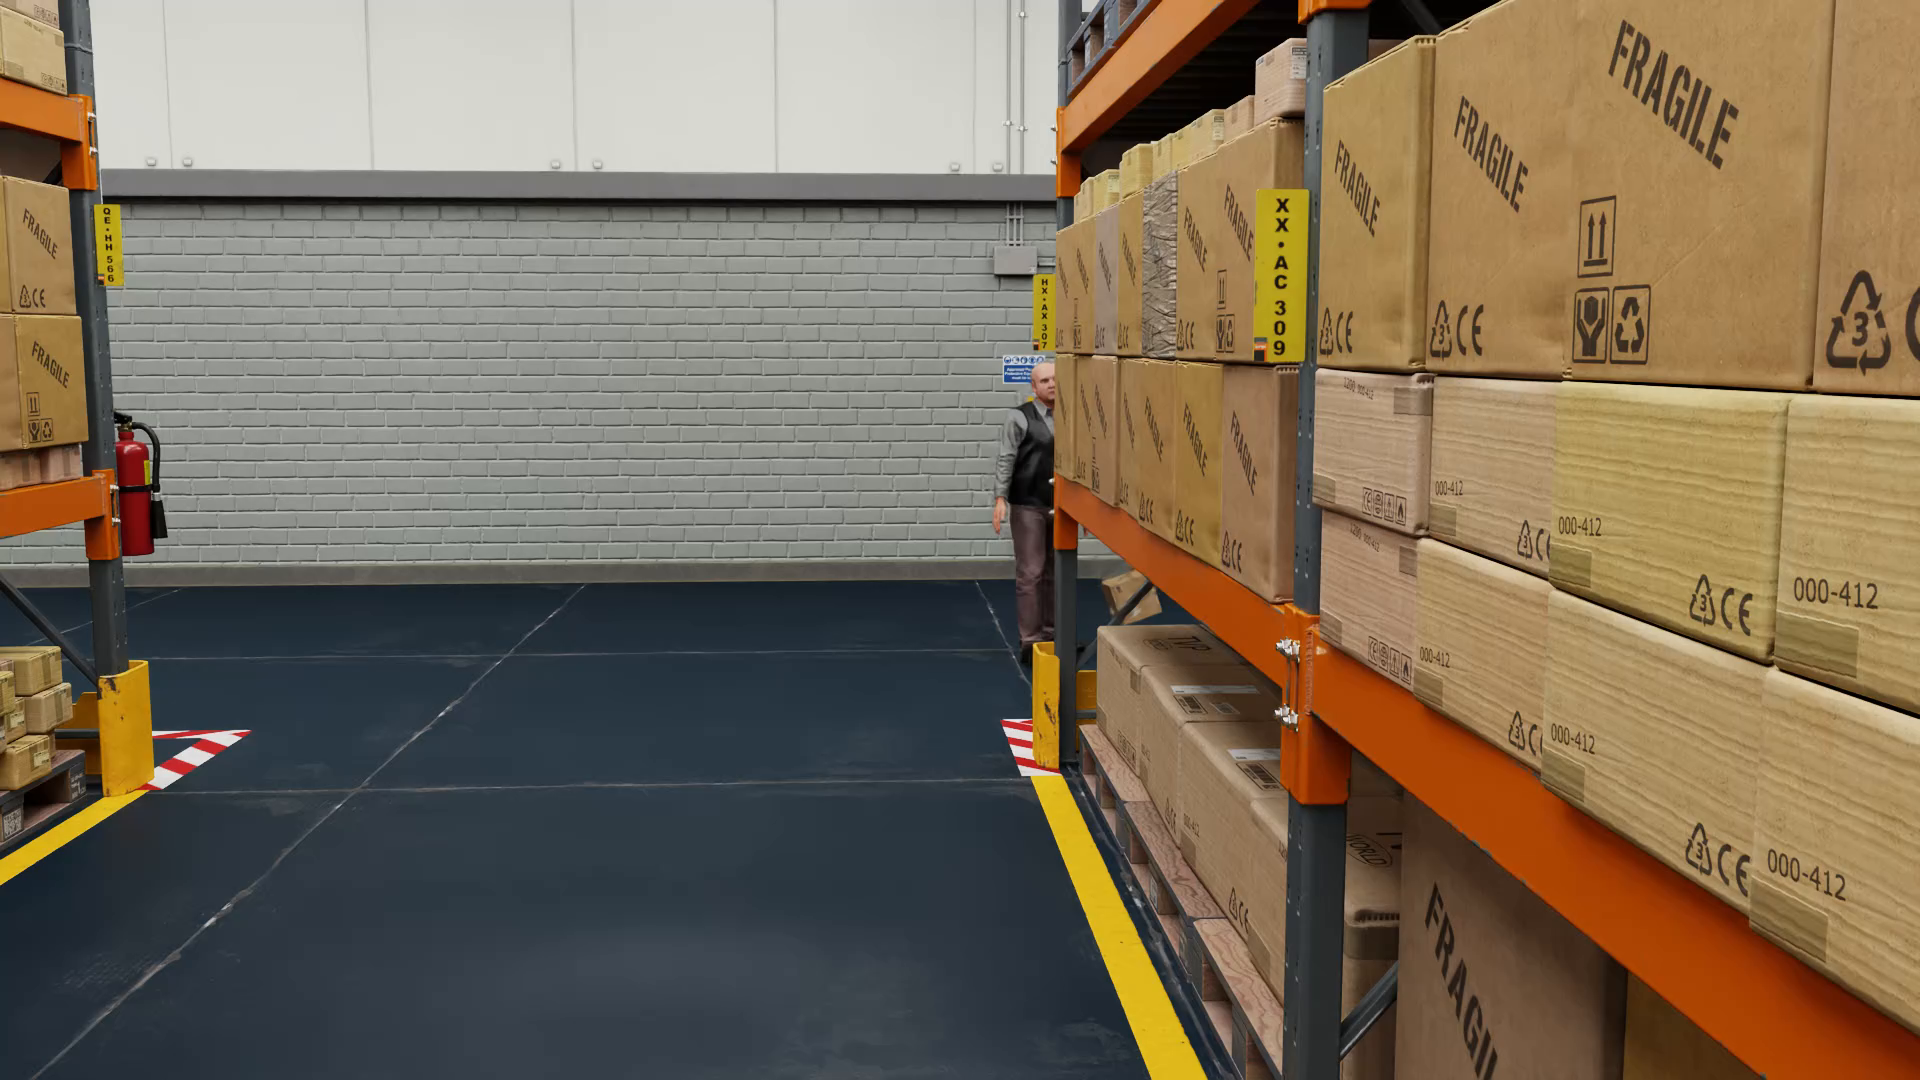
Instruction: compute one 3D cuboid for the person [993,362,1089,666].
[{"bbox_3d":[0.496,-0.158,9.540,0.669,1.718,0.611,-3,7,-25],"label":"person"}]
